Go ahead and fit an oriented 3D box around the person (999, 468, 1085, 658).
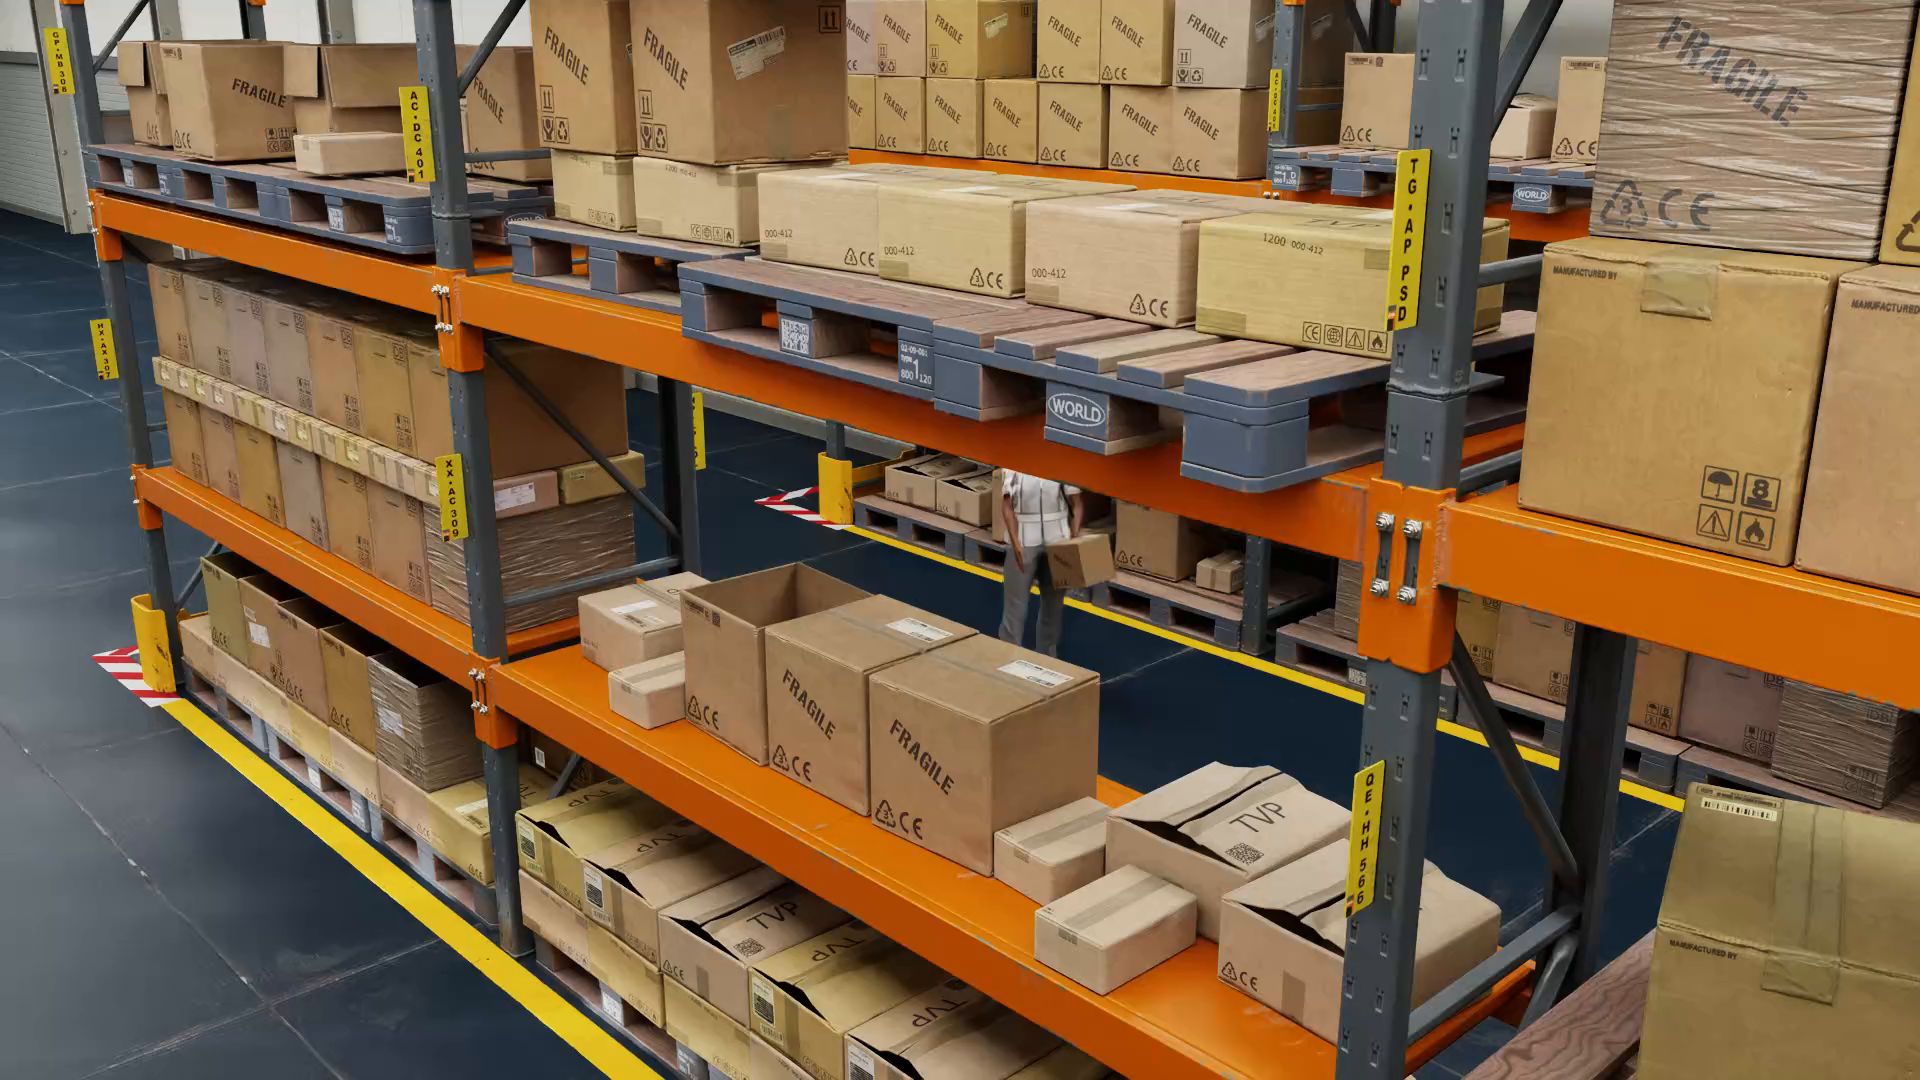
[{"bbox_3d":[0.460,0.043,9.321,0.485,1.701,0.506,-2,18,-8],"label":"person"}]
